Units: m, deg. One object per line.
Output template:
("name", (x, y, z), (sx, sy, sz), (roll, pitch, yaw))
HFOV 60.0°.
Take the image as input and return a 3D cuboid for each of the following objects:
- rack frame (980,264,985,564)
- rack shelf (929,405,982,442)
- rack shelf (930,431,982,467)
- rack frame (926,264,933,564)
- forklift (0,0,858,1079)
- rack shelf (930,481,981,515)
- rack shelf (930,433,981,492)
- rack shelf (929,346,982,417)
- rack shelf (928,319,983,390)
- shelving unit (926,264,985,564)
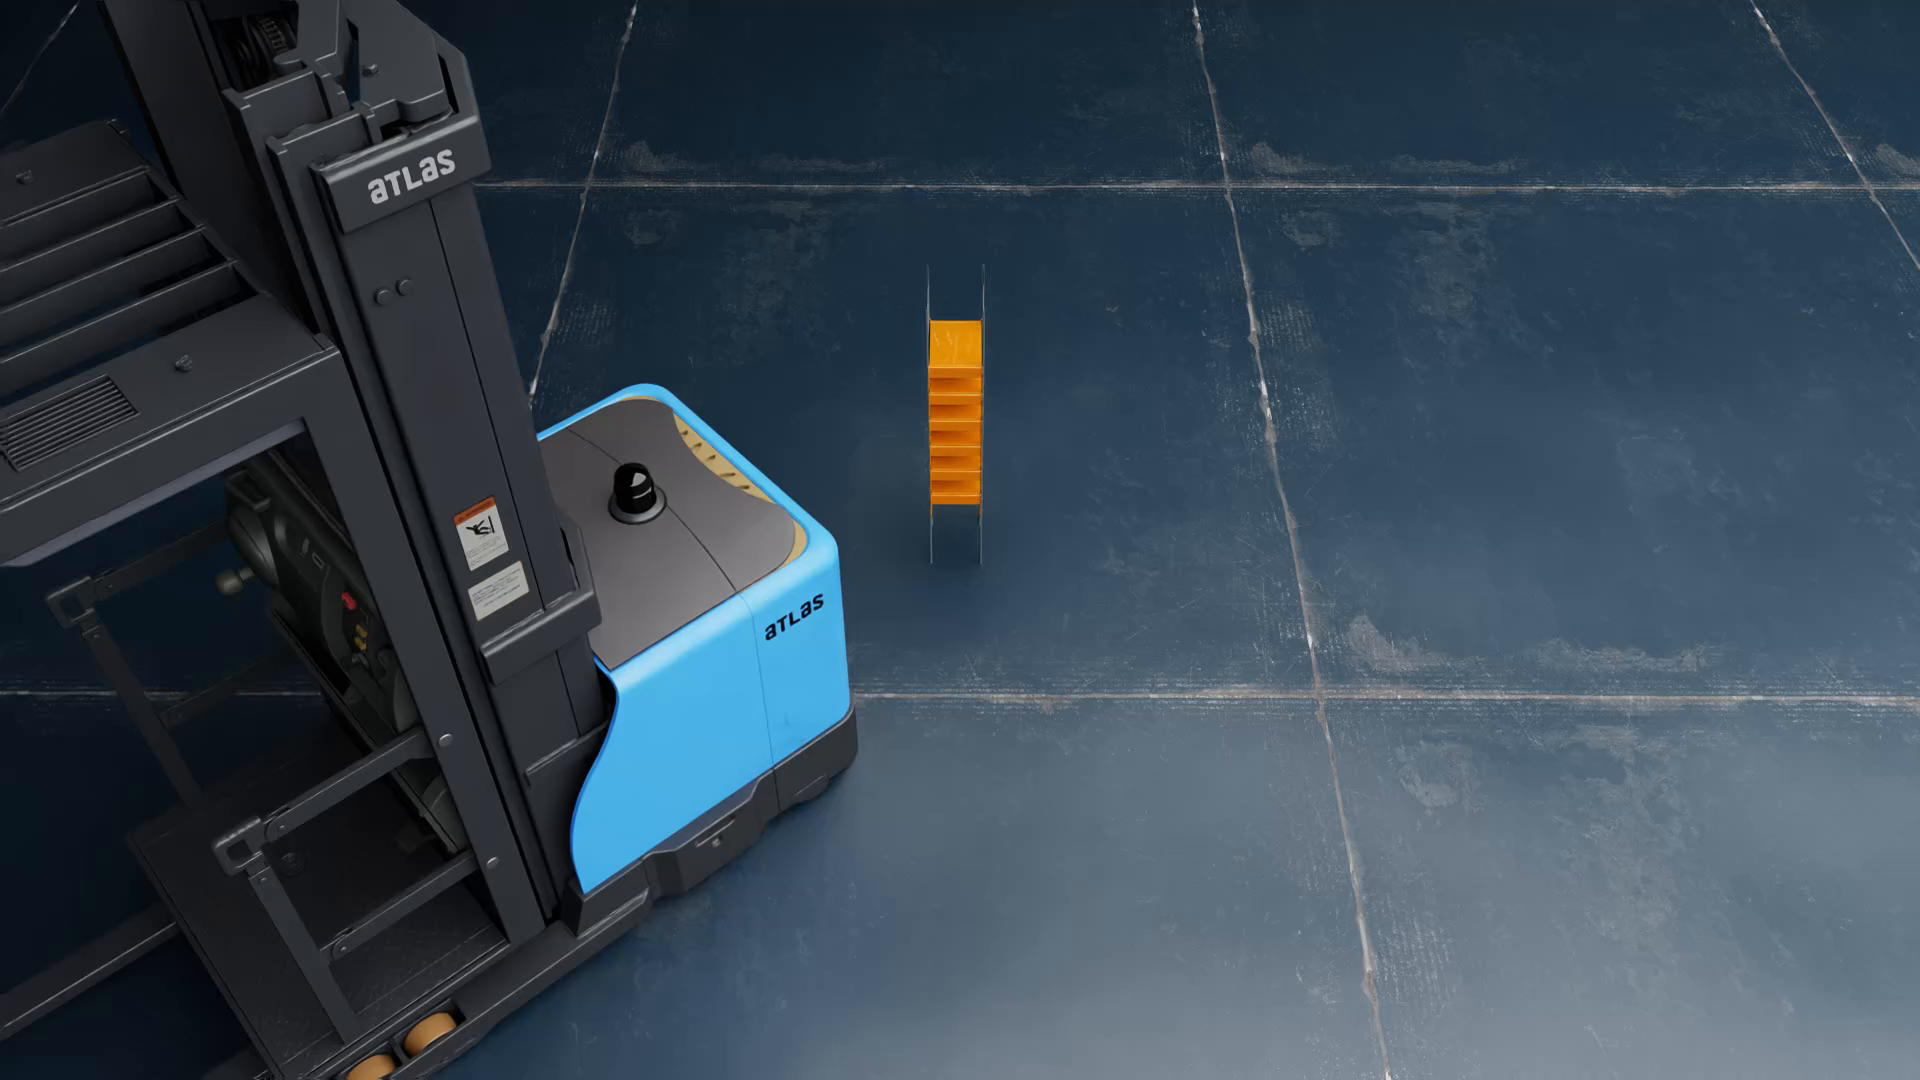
("rack frame", (0.077, -0.409, 5.811), (0.006, 1.200, 0.240), (0, 47, 0))
("rack shelf", (-0.014, -0.460, 5.756), (0.180, 0.103, 0.258), (0, 47, 0))
("rack shelf", (-0.014, -0.379, 5.843), (0.180, 0.103, 0.258), (0, 47, 0))
("rack frame", (-0.106, -0.409, 5.811), (0.006, 1.200, 0.240), (0, 47, 0))
("forklift", (-1.777, 0.188, 4.072), (3.031, 2.935, 1.130), (-33, 55, -27))
("rack shelf", (-0.014, -0.215, 6.019), (0.180, 0.103, 0.258), (0, 47, 0))
("rack shelf", (-0.014, -0.297, 5.931), (0.180, 0.103, 0.258), (0, 47, 0))
("rack shelf", (-0.014, -0.542, 5.668), (0.180, 0.103, 0.258), (0, 47, 0))
("rack shelf", (-0.014, -0.624, 5.580), (0.180, 0.103, 0.258), (0, 47, 0))
("shelving unit", (-0.014, -0.409, 5.811), (0.189, 1.200, 0.258), (0, 47, 0))
